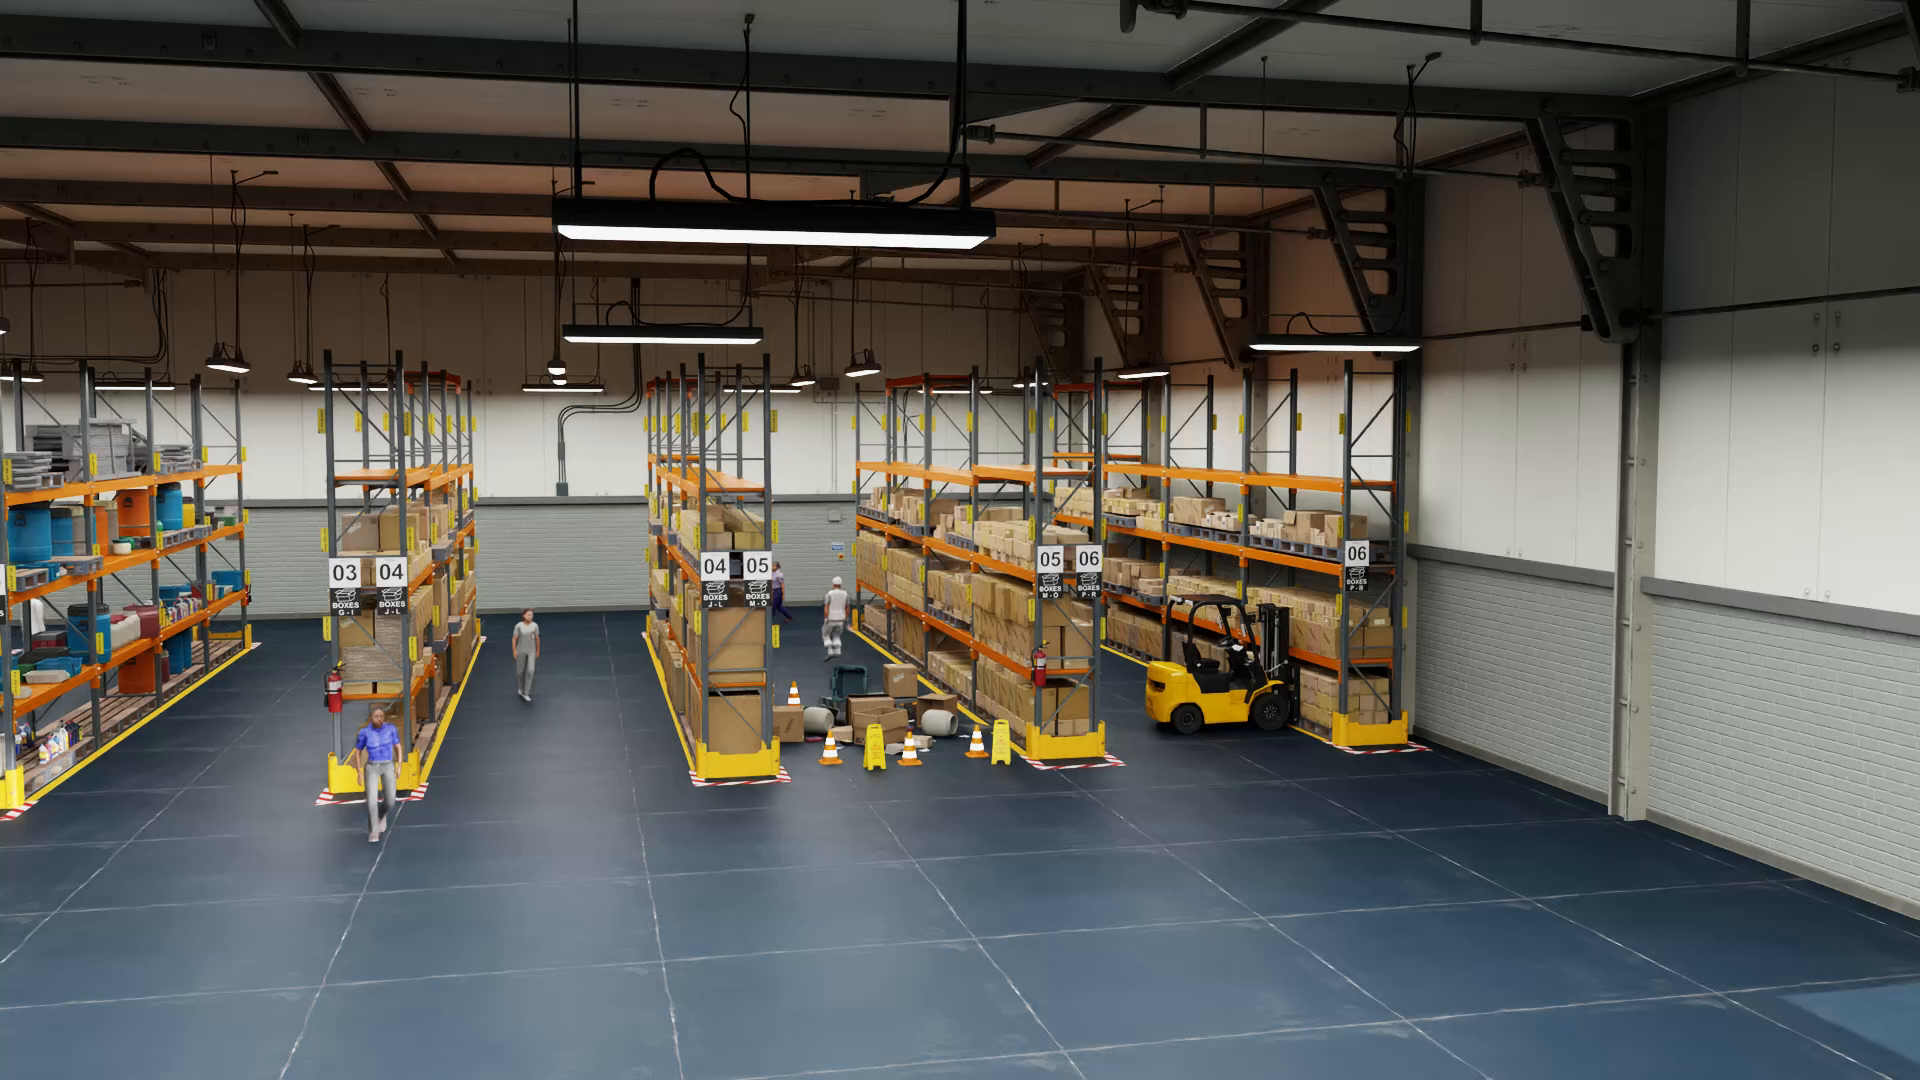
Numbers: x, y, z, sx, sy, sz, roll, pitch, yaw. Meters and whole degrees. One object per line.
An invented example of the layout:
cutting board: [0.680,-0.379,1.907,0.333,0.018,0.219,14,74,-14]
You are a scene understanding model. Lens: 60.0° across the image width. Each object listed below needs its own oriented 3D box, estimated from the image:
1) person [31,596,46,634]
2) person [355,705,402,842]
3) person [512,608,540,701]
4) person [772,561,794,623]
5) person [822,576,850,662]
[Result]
person: [-18.495,1.811,33.217,0.653,1.754,1.021,1,4,19]
person: [-7.053,2.794,20.169,0.539,1.639,0.555,-2,4,-23]
person: [-7.935,2.086,30.424,0.521,1.690,0.687,-2,4,-26]
person: [-4.541,1.327,41.324,0.986,1.613,0.506,-3,5,-36]
person: [-2.510,1.599,33.679,0.562,1.737,0.461,-1,4,-19]
